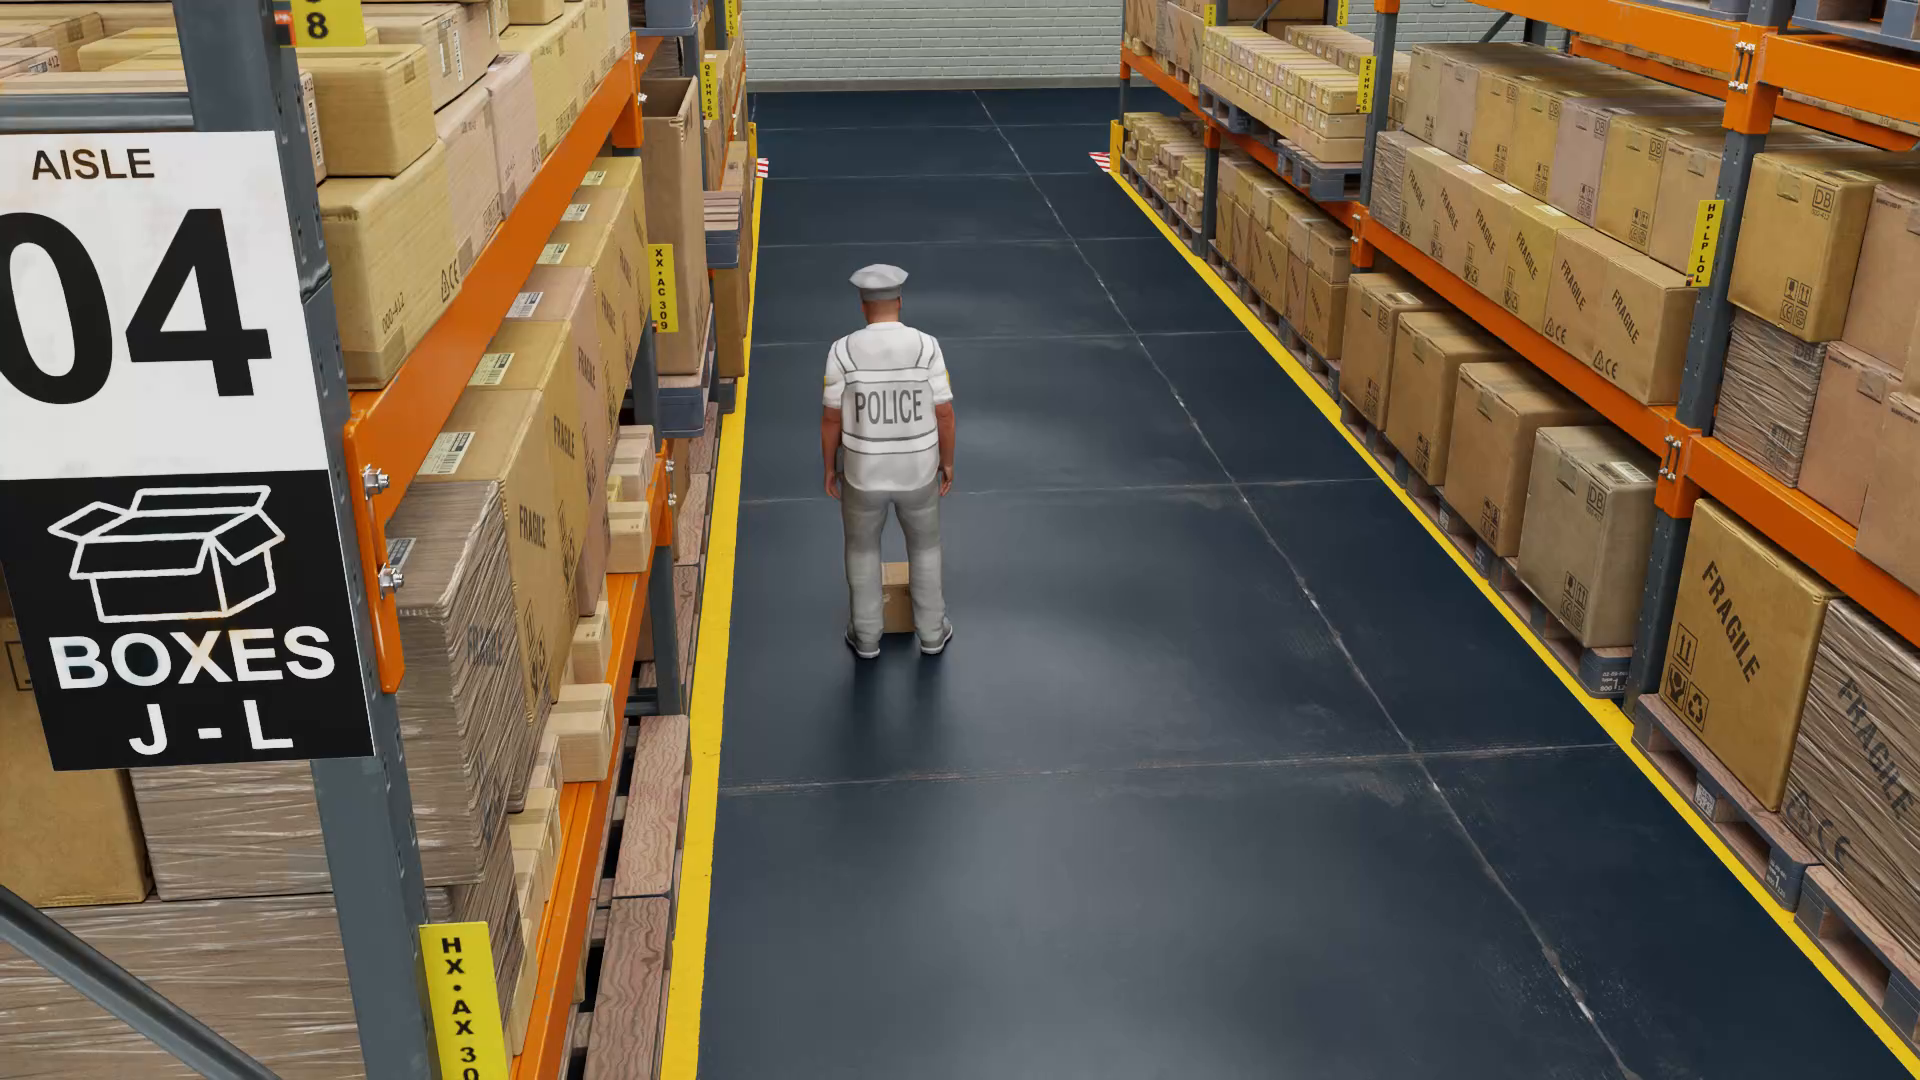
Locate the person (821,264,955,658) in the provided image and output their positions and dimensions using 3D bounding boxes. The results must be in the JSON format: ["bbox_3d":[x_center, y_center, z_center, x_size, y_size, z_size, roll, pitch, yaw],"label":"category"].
[{"bbox_3d":[-0.311,-0.308,7.295,0.584,1.748,0.433,-2,24,-5],"label":"person"}]
